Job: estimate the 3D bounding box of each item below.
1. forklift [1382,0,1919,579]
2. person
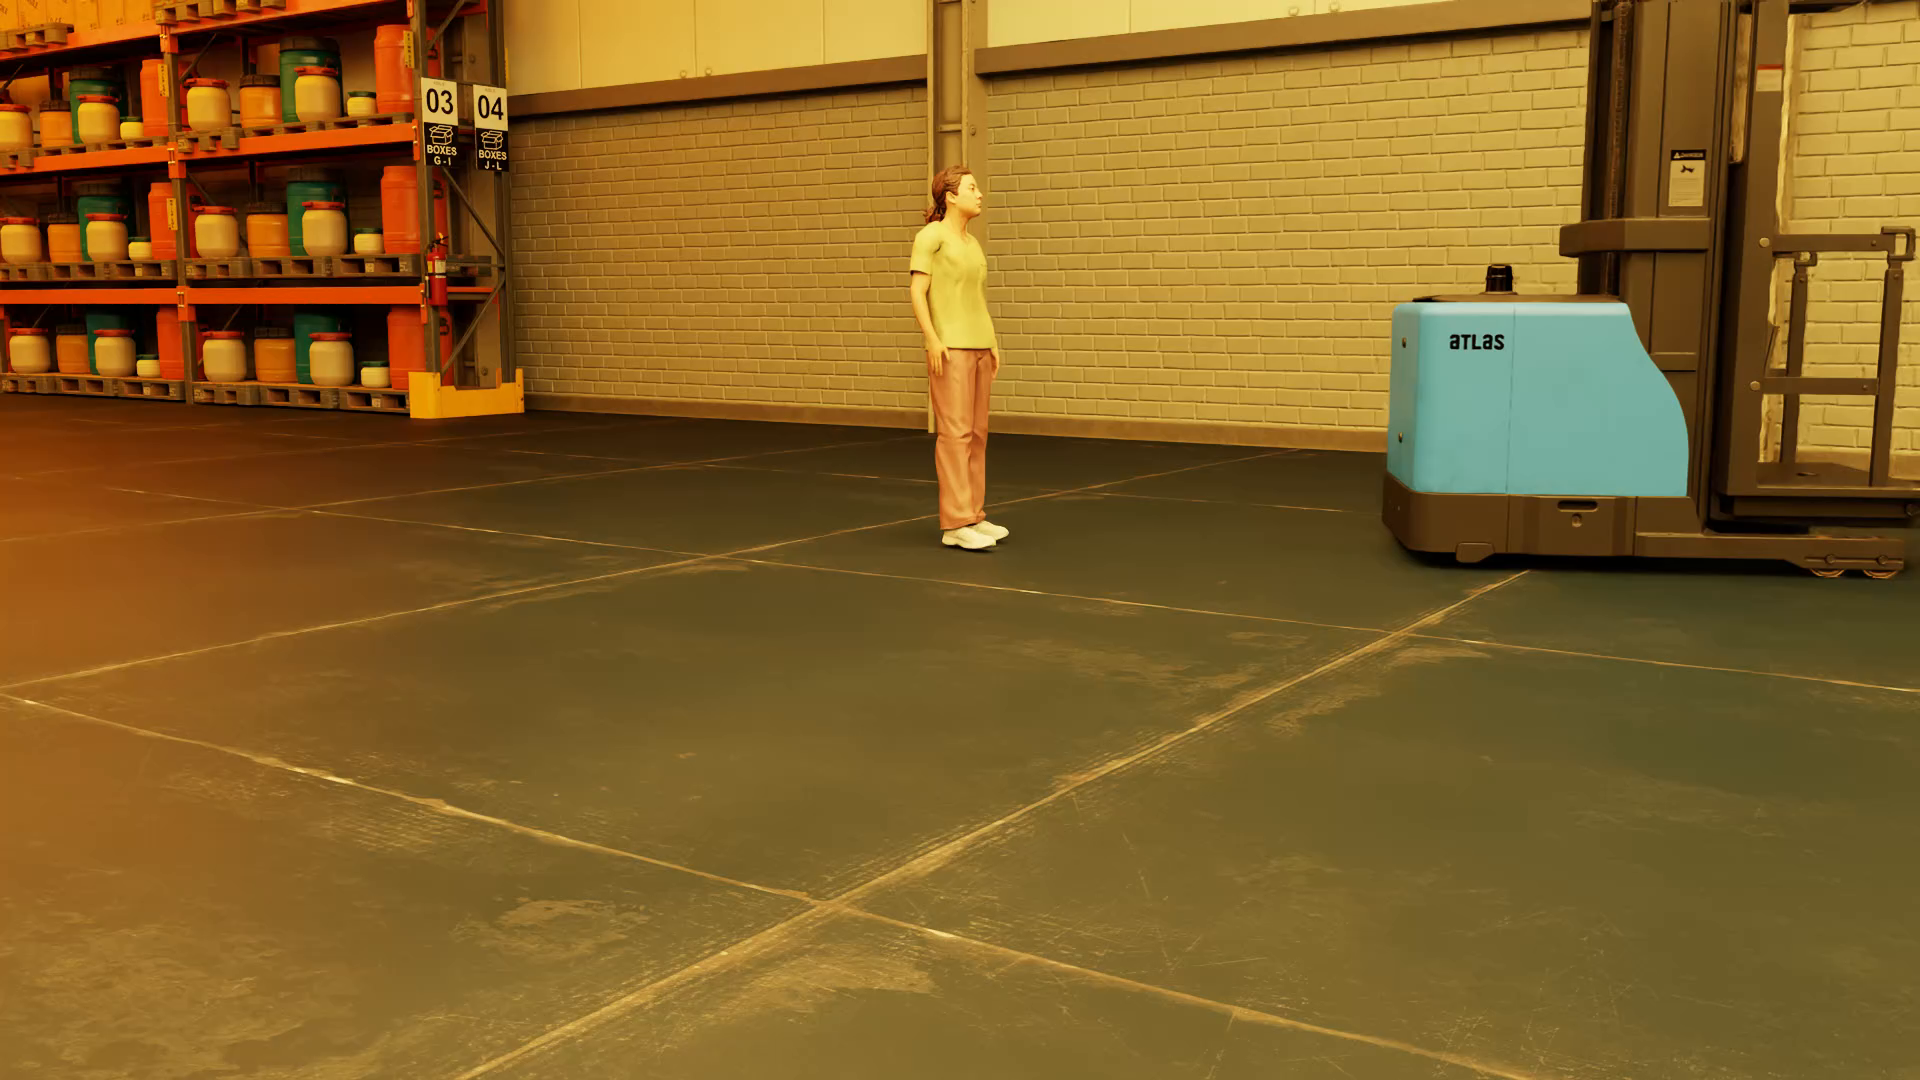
[{"bbox_3d":[3.398,-1.377,6.878,3.031,2.935,1.130,1,8,7],"label":"forklift"},{"bbox_3d":[0.055,-0.830,7.434,0.548,1.673,0.554,5,10,34],"label":"person"}]
